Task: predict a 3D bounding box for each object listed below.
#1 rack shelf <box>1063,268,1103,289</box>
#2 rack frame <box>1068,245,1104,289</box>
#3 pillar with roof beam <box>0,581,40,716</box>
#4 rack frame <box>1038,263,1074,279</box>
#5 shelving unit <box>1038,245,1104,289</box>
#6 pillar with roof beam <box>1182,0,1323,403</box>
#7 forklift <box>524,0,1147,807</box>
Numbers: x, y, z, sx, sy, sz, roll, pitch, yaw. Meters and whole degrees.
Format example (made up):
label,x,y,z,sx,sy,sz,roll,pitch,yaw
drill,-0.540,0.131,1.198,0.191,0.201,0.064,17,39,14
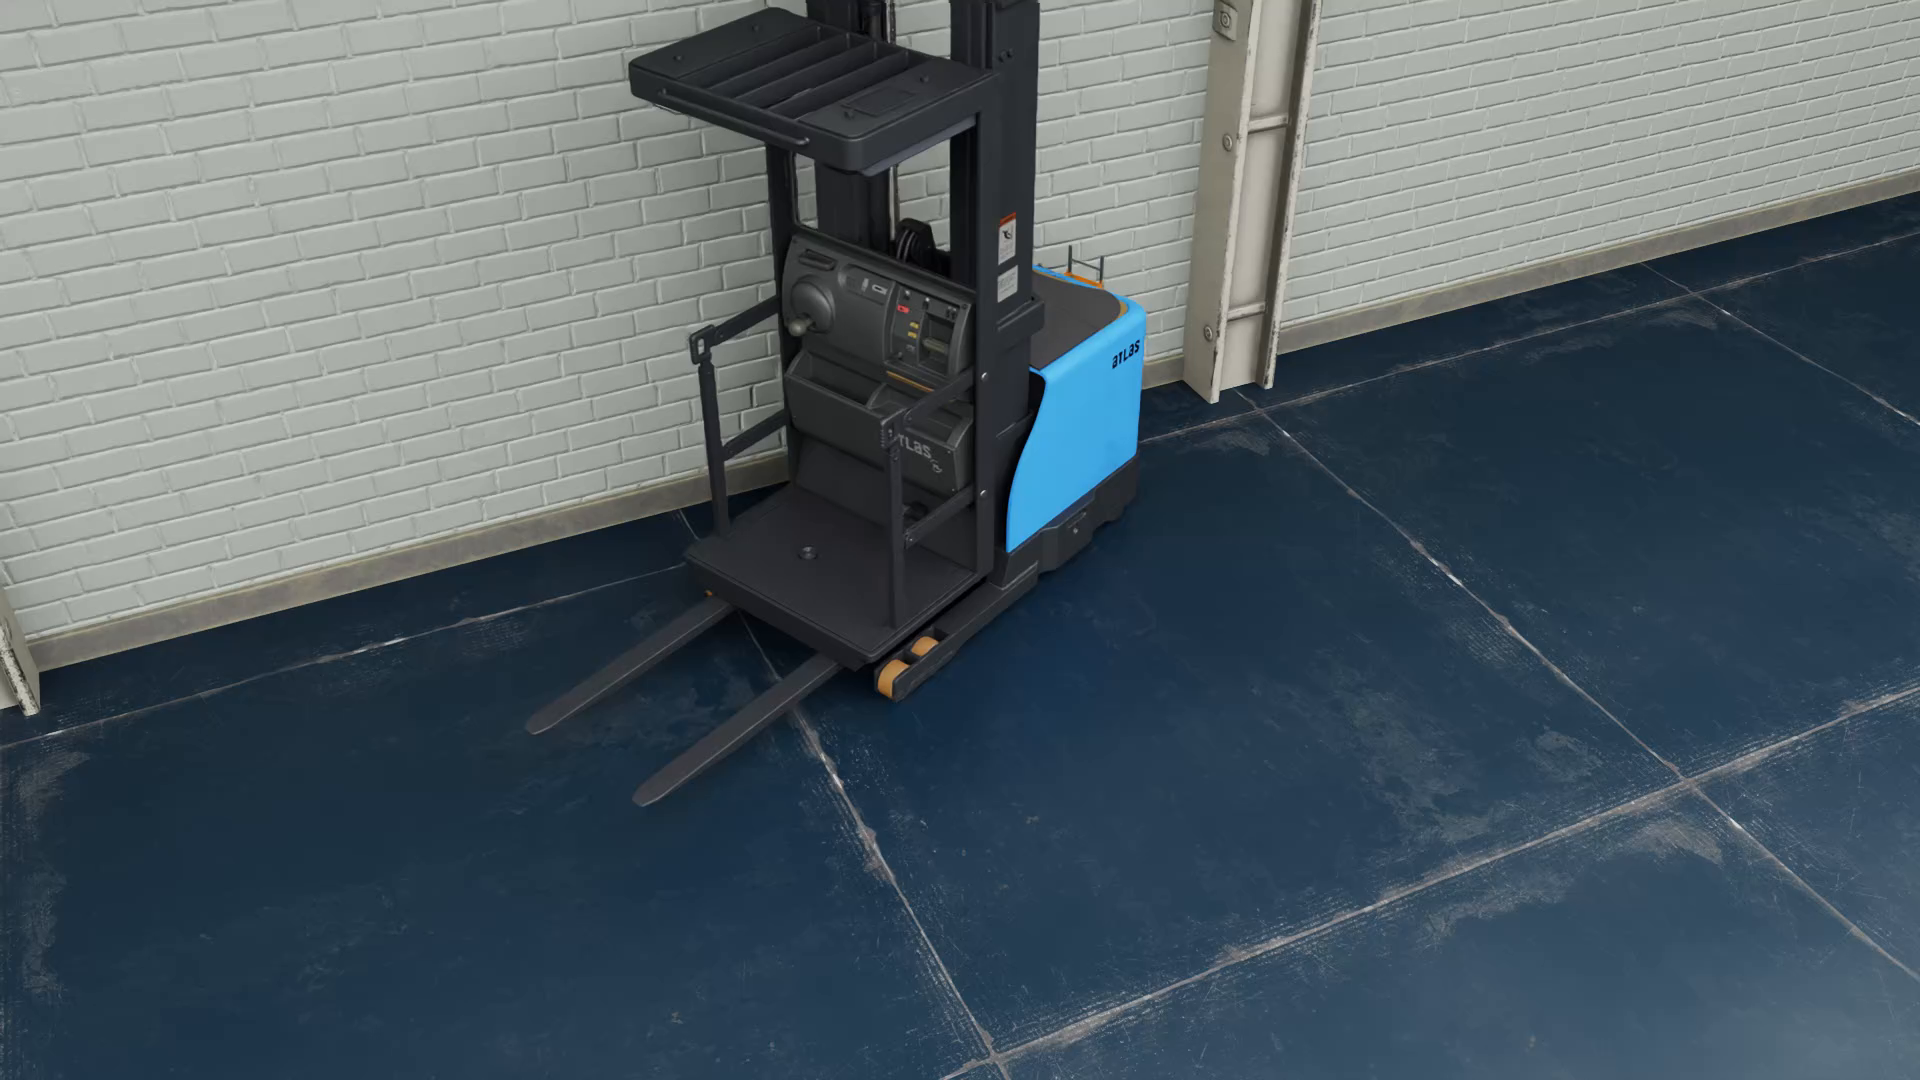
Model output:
label,x,y,z,sx,sy,sz,roll,pitch,yaw
rack shelf,0.519,-1.101,7.895,0.215,0.259,0.240,26,44,30
rack frame,0.595,-0.939,8.134,0.200,1.050,0.008,26,44,30
pillar with roof beam,-2.179,-0.621,1.033,0.400,9.000,9.100,-16,39,-20
rack frame,0.442,-0.825,7.981,0.200,1.050,0.008,26,44,30
shelving unit,0.519,-0.882,8.058,0.215,1.050,0.252,26,44,30
pillar with roof beam,3.253,-2.140,3.081,0.400,9.000,9.100,-16,39,-20
forklift,-0.472,-0.852,6.439,1.130,2.935,3.031,26,44,30
